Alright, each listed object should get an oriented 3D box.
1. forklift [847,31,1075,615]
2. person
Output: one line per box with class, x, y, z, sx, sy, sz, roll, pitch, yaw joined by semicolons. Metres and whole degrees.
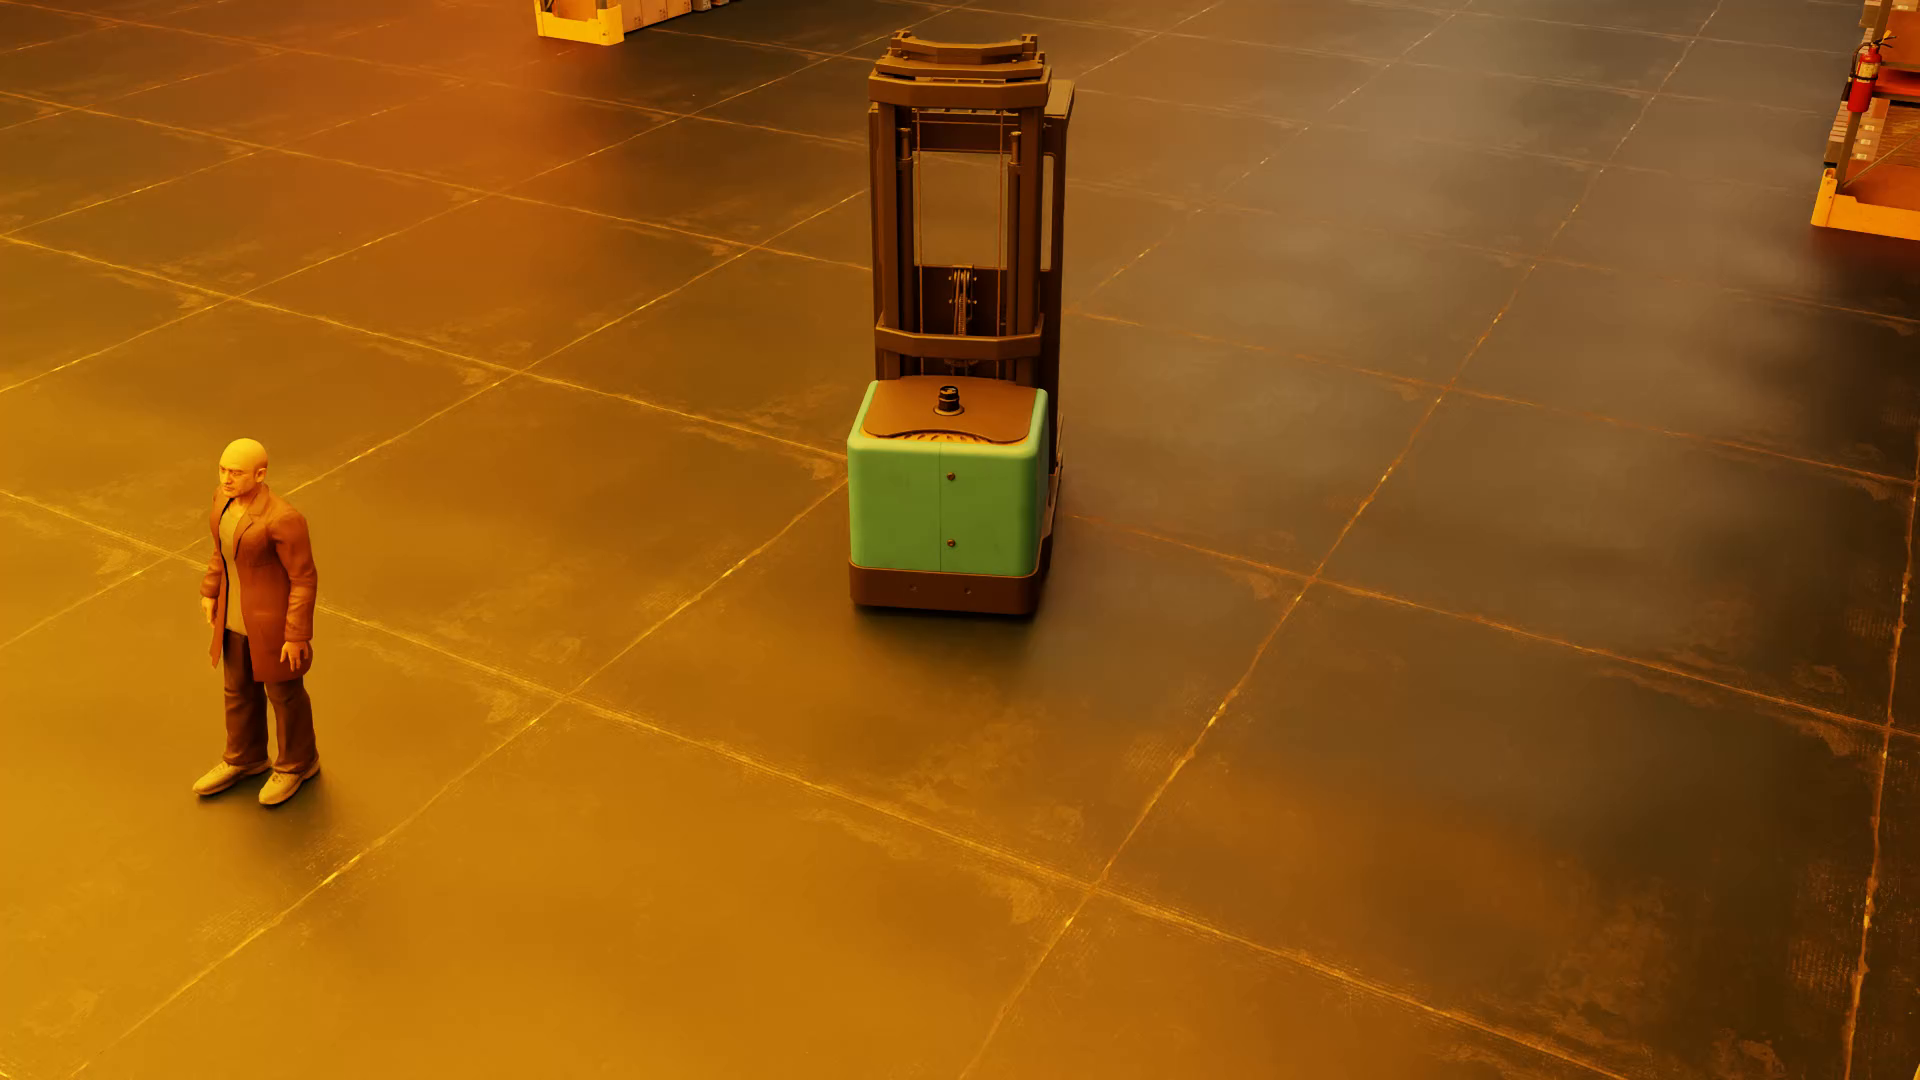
forklift;0.072;-1.572;9.794;1.130;2.935;3.031;3;30;6
person;-3.229;0.402;7.513;0.695;1.777;0.580;17;34;27
